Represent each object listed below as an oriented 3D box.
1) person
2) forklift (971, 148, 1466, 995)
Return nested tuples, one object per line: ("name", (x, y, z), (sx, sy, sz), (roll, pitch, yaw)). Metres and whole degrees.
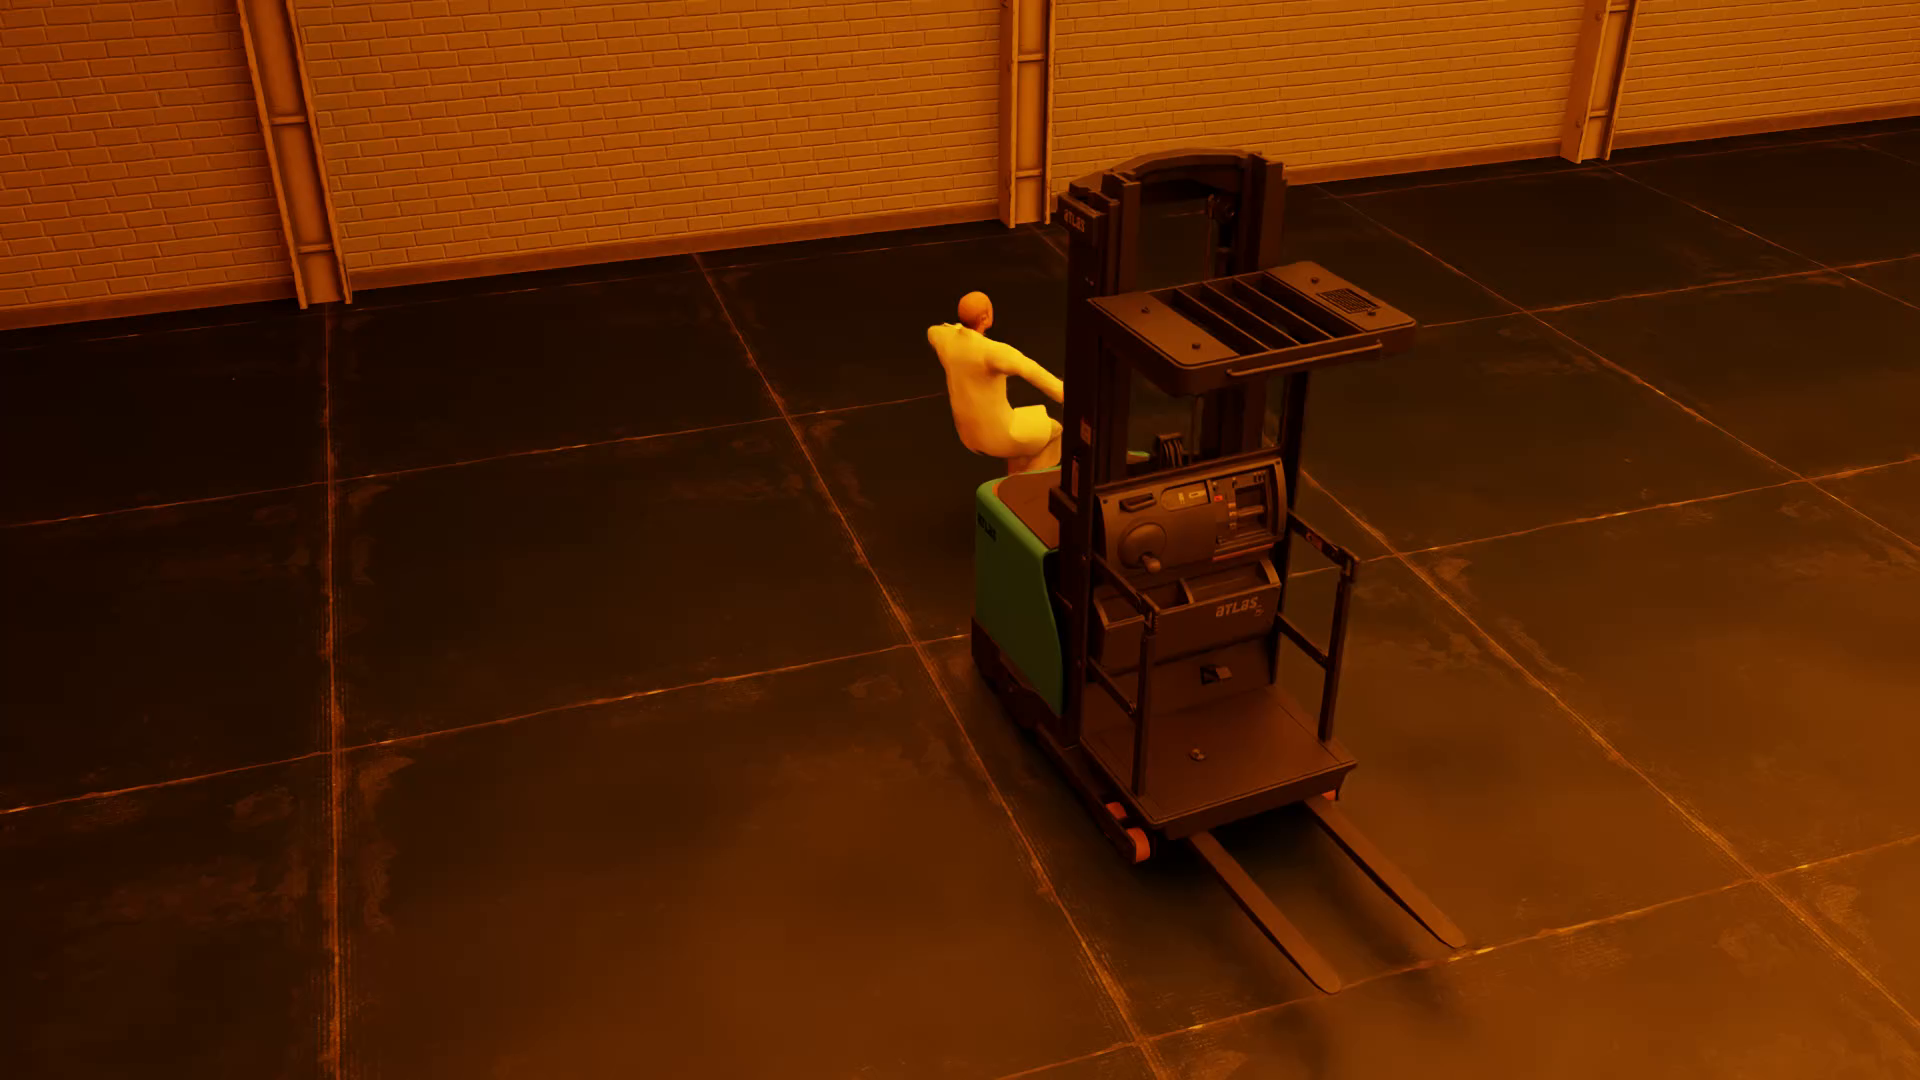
("person", (0.331, -0.786, 9.856), (0.894, 1.532, 1.198), (-26, 39, -37))
("forklift", (1.127, -0.059, 7.189), (1.130, 2.935, 3.031), (-13, 32, -21))
